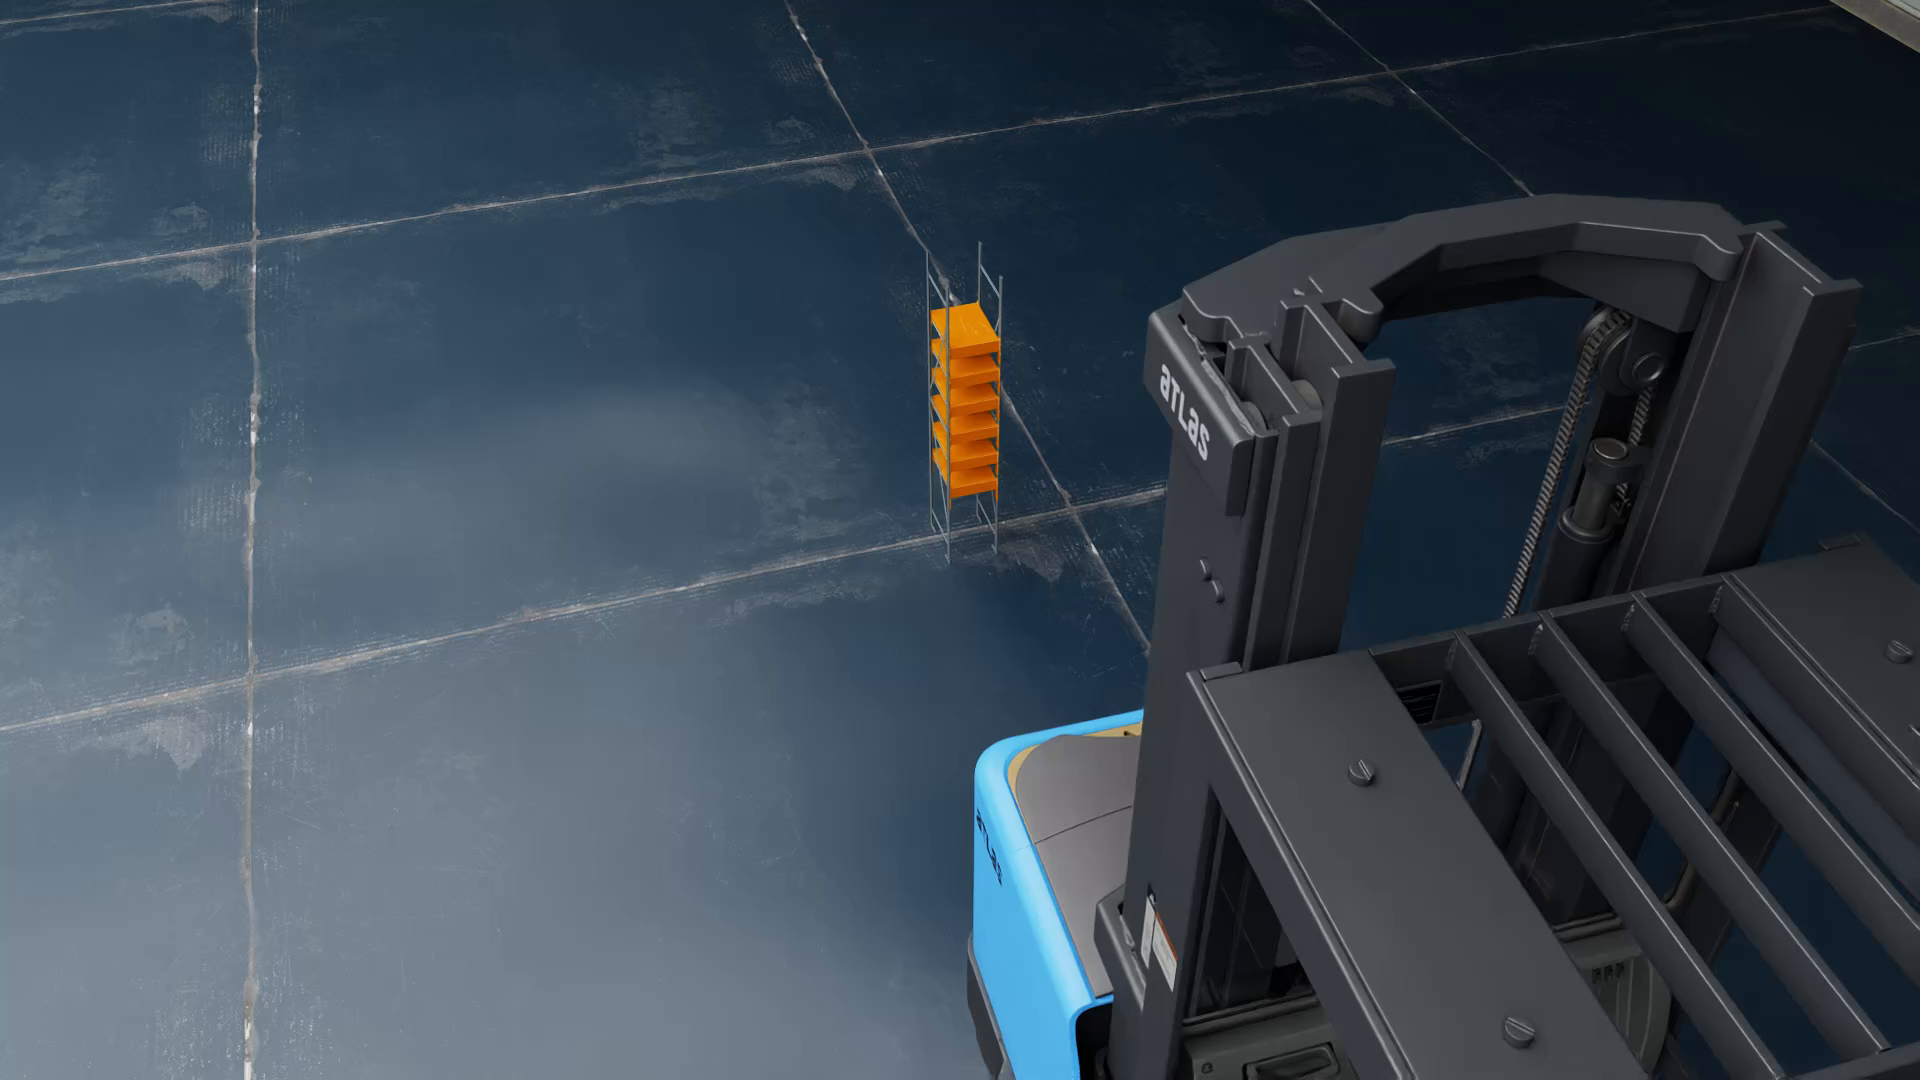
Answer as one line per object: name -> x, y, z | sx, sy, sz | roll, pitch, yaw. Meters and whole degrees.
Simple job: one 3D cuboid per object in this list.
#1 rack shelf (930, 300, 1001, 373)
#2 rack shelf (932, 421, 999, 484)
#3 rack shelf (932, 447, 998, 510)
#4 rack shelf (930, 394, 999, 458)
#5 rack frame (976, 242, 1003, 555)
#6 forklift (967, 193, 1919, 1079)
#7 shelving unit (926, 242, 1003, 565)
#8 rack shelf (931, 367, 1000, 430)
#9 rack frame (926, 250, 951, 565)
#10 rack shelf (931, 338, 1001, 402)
rack shelf -> 0.014, -0.692, 5.651 | 0.180, 0.103, 0.258 | -12, 42, -13
rack shelf -> 0.014, -0.331, 5.967 | 0.180, 0.103, 0.258 | -12, 42, -13
rack shelf -> 0.014, -0.241, 6.046 | 0.180, 0.103, 0.258 | -12, 42, -13
rack shelf -> 0.014, -0.421, 5.888 | 0.180, 0.103, 0.258 | -12, 42, -13
rack frame -> 0.101, -0.473, 5.879 | 0.006, 1.200, 0.240 | -12, 42, -13
forklift -> 0.911, 1.050, 2.821 | 1.130, 2.935, 3.031 | -11, 42, -12
shelving unit -> 0.014, -0.455, 5.859 | 0.189, 1.200, 0.258 | -12, 42, -13
rack shelf -> 0.014, -0.512, 5.809 | 0.180, 0.103, 0.258 | -12, 42, -13
rack frame -> -0.073, -0.437, 5.838 | 0.006, 1.200, 0.240 | -12, 42, -13
rack shelf -> 0.014, -0.602, 5.730 | 0.180, 0.103, 0.258 | -12, 42, -13
